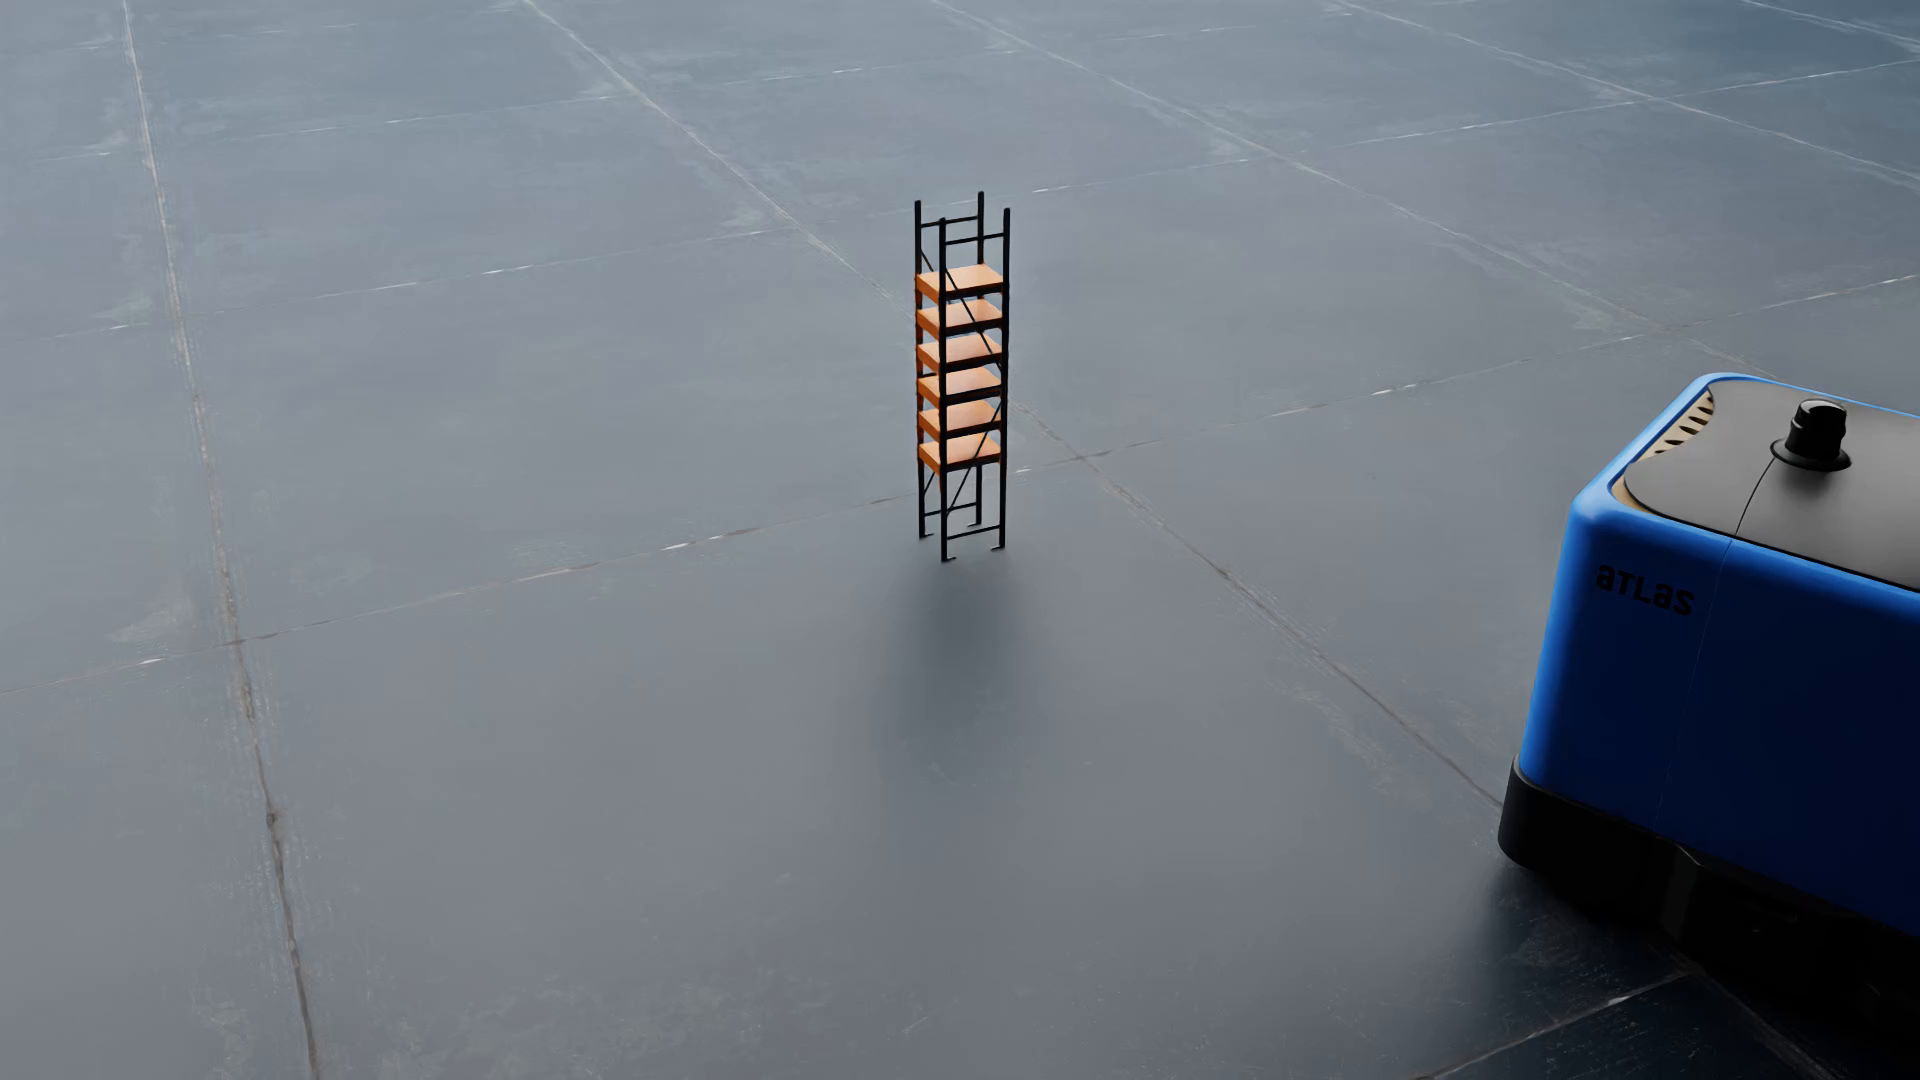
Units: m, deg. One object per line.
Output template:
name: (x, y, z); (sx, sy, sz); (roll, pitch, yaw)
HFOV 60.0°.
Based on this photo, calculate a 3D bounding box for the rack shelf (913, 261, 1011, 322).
rack shelf: (0.006, -0.792, 5.291); (0.258, 0.103, 0.180); (-13, 32, -22)

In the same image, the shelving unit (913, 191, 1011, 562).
shelving unit: (0.006, -0.517, 5.445); (0.258, 1.200, 0.189); (-13, 32, -22)

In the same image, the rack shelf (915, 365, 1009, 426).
rack shelf: (0.006, -0.478, 5.467); (0.258, 0.103, 0.180); (-13, 32, -22)

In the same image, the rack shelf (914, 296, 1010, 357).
rack shelf: (0.006, -0.688, 5.349); (0.258, 0.103, 0.180); (-13, 32, -22)

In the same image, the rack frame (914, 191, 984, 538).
rack frame: (-0.033, -0.557, 5.517); (0.240, 1.200, 0.006); (-13, 32, -22)

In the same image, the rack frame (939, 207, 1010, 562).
rack frame: (0.046, -0.477, 5.373); (0.240, 1.200, 0.006); (-13, 32, -22)

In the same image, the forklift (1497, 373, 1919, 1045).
forklift: (2.834, -0.169, 3.054); (3.031, 2.935, 1.130); (21, 36, 33)

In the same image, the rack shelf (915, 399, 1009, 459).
rack shelf: (0.006, -0.374, 5.526); (0.258, 0.103, 0.180); (-13, 32, -22)

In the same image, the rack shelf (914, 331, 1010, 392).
rack shelf: (0.006, -0.583, 5.408); (0.258, 0.103, 0.180); (-13, 32, -22)

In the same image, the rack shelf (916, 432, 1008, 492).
rack shelf: (0.006, -0.269, 5.584); (0.258, 0.103, 0.180); (-13, 32, -22)
